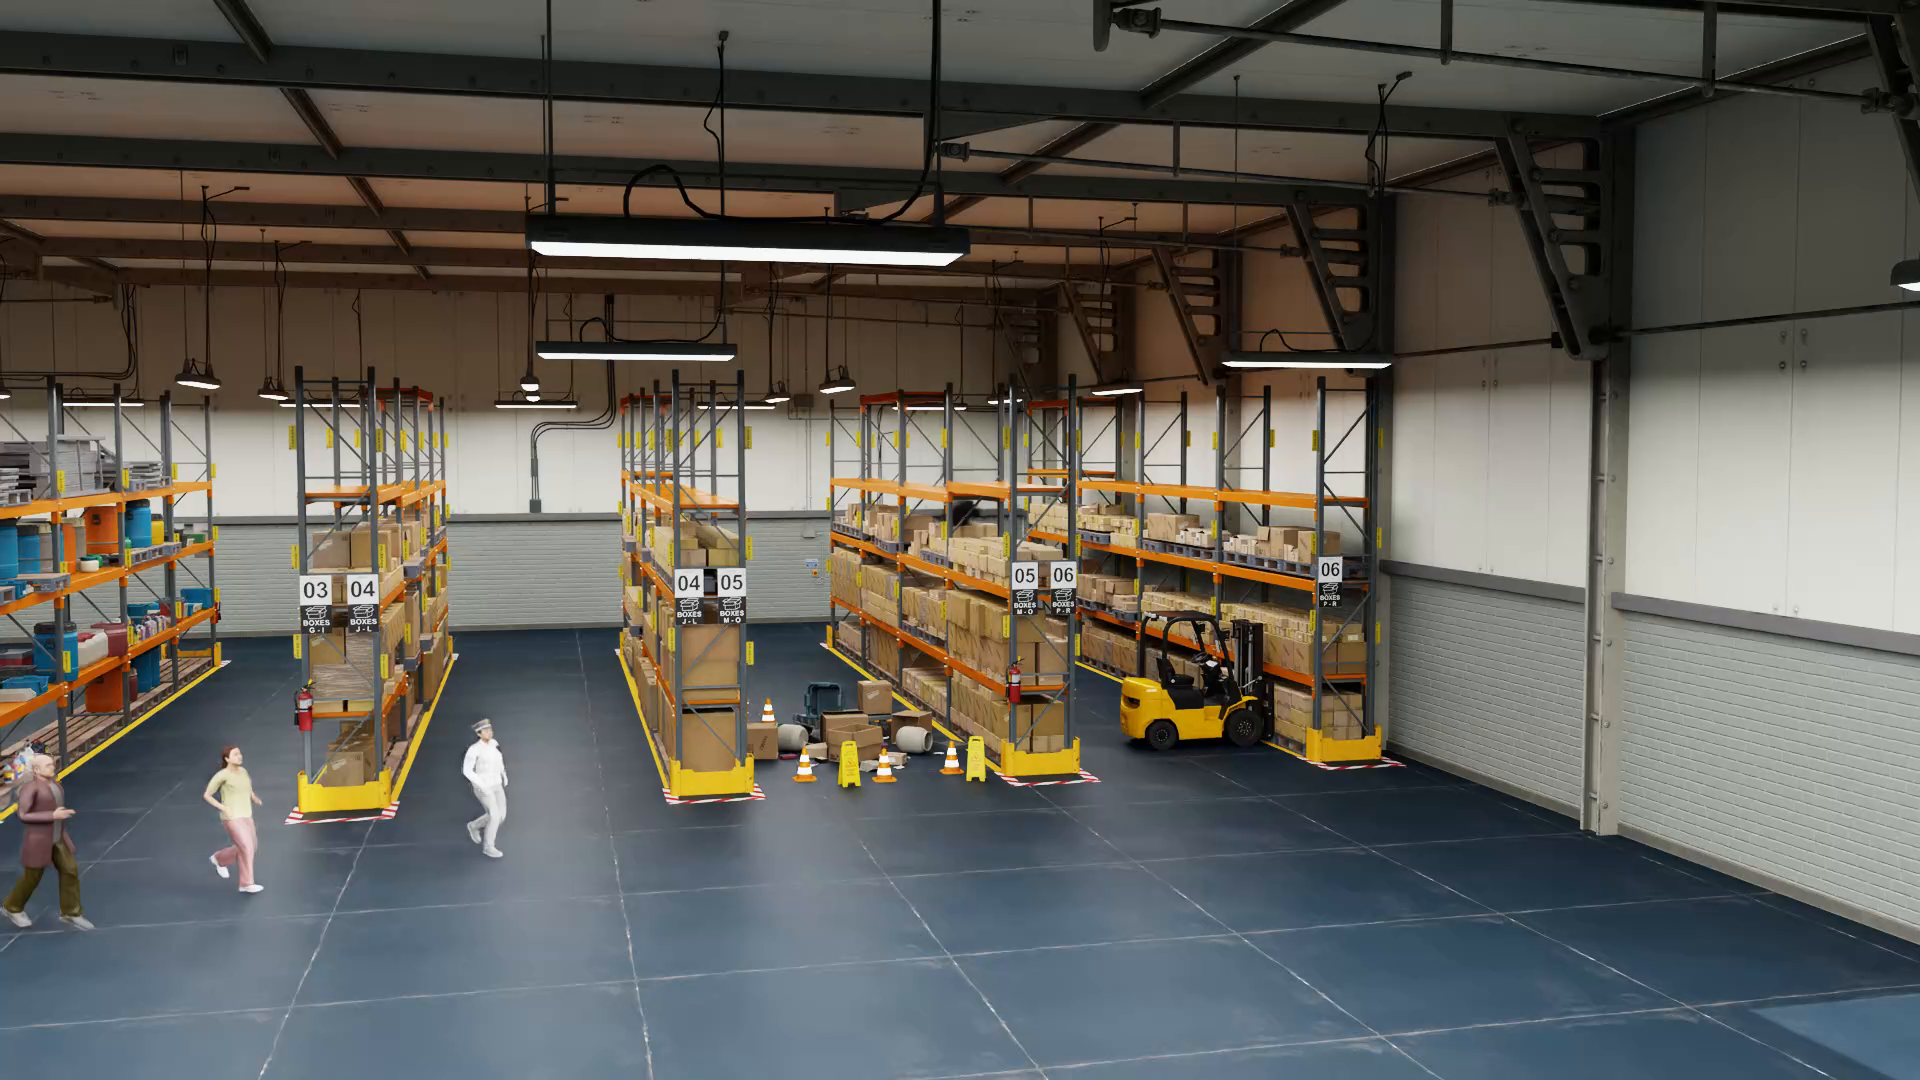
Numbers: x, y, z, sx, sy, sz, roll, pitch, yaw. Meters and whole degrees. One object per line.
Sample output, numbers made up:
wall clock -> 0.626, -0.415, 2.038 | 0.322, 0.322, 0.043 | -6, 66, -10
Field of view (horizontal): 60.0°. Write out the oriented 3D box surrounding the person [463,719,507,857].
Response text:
person -> -5.756, 2.980, 20.125 | 0.518, 1.673, 0.616 | 2, 4, 26

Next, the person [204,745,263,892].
person -> -8.079, 3.082, 18.474 | 0.752, 1.628, 0.586 | 1, 4, 19

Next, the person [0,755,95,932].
person -> -9.345, 3.088, 16.915 | 0.950, 1.825, 0.696 | 1, 3, 12
